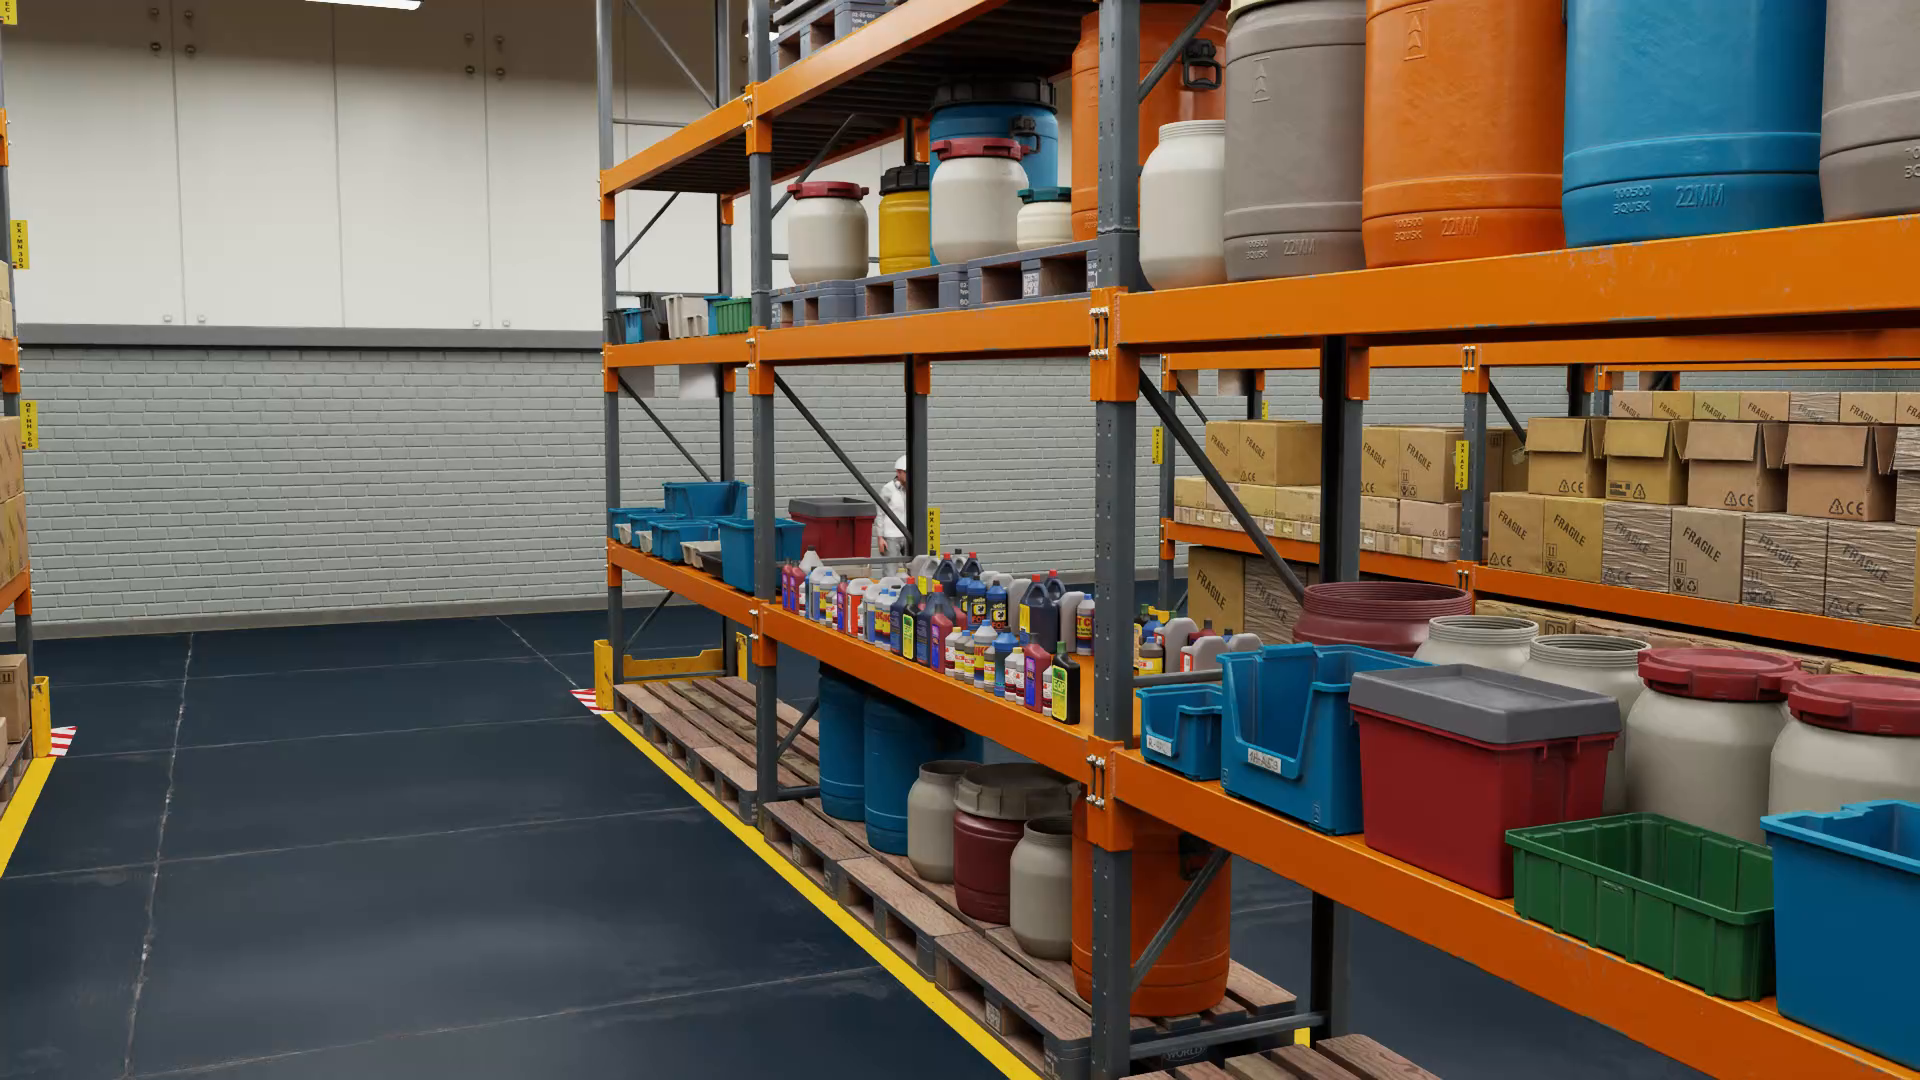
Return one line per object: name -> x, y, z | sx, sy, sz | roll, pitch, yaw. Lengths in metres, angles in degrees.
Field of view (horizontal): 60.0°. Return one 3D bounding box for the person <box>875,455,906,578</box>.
person -> -0.616, -0.009, 17.570 | 0.581, 1.769, 0.465 | -3, 6, -27
